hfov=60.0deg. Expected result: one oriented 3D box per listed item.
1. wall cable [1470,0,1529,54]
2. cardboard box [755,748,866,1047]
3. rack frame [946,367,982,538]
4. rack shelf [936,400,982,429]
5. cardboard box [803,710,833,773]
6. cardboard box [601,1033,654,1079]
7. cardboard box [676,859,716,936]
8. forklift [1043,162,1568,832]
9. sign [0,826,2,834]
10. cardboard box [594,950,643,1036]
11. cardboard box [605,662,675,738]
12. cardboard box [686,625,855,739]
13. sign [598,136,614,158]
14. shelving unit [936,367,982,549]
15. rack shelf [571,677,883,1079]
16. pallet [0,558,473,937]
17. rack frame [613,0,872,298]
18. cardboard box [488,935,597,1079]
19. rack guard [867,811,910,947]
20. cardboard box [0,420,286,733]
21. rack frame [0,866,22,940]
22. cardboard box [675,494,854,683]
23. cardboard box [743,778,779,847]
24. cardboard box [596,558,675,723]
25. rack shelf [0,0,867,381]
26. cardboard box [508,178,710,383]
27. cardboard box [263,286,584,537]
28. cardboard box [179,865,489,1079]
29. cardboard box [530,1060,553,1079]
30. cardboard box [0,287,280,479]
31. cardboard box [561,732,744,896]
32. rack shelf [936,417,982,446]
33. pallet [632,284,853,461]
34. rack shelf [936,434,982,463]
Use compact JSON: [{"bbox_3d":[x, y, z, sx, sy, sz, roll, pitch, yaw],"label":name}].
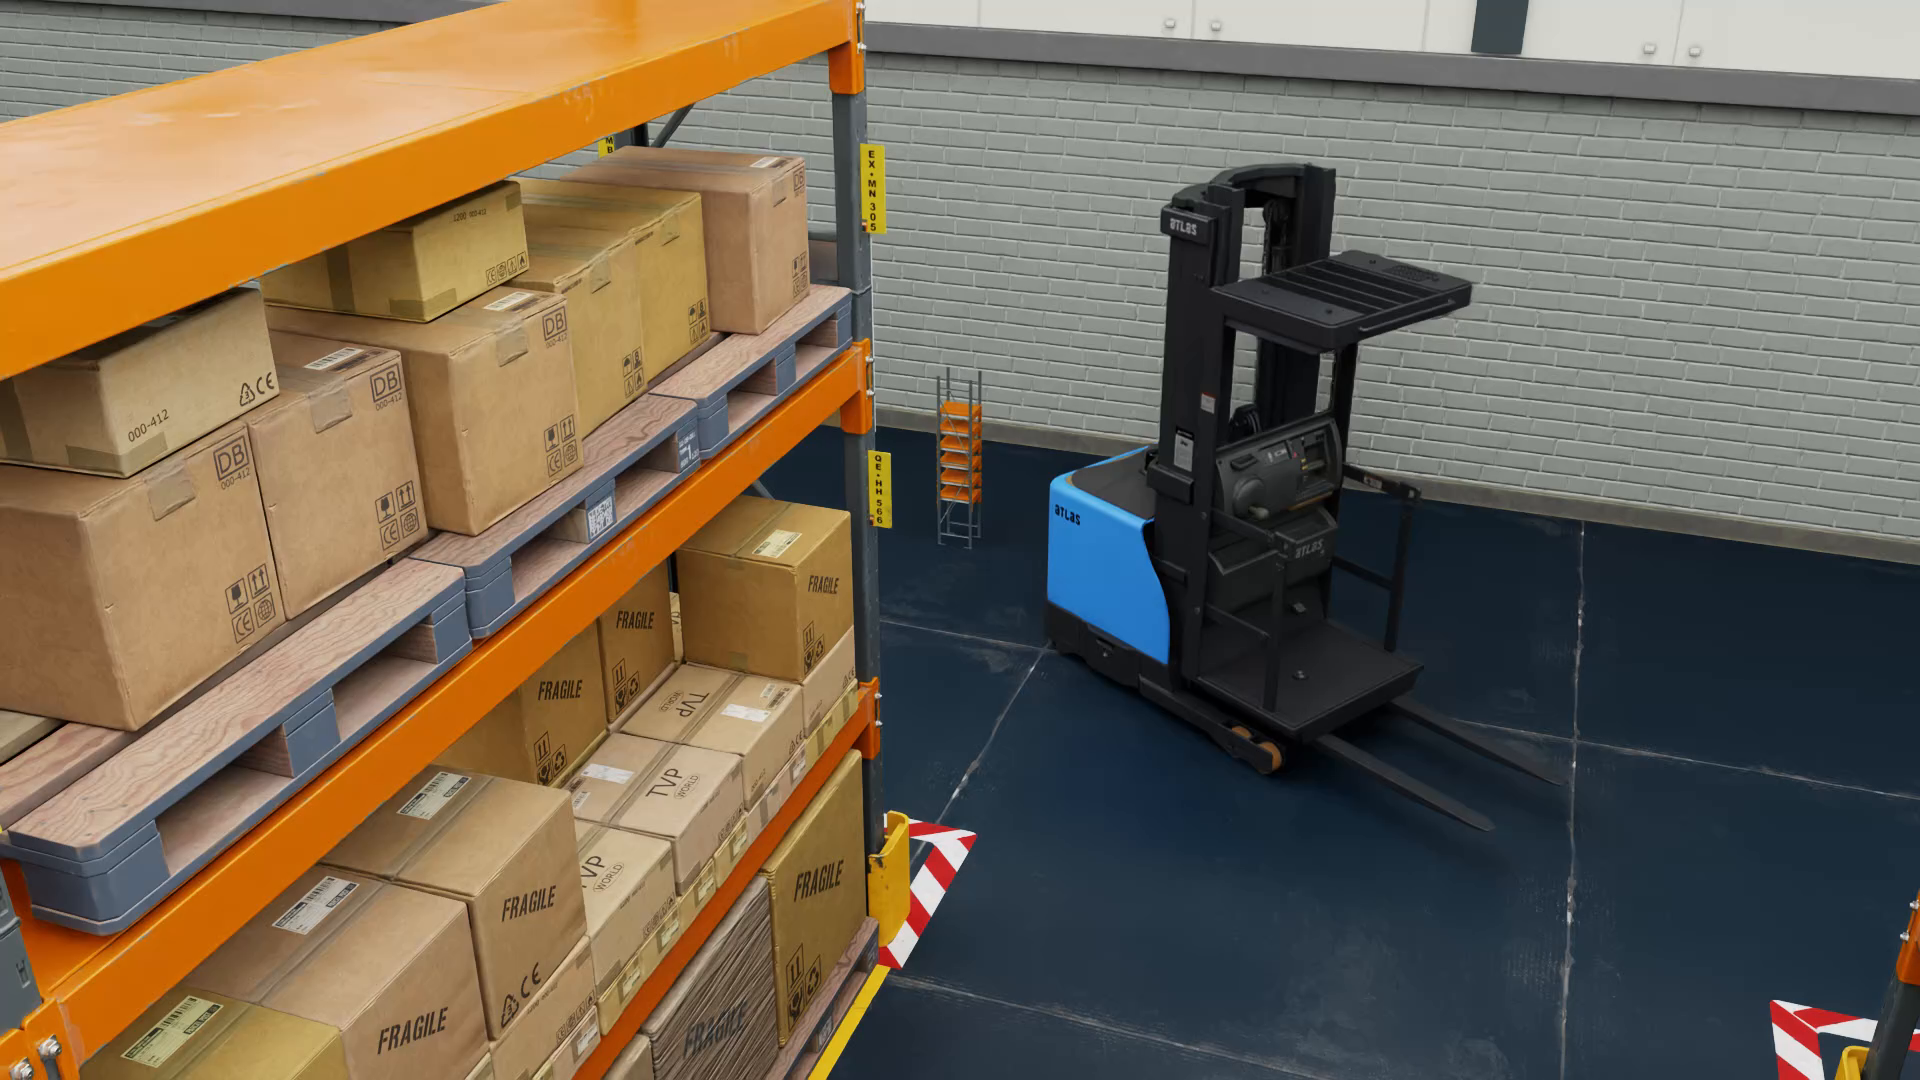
[{"bbox_3d":[4.303,-5.629,8.859,2.277,5.999,0.120,9,27,17],"label":"wall cable"},{"bbox_3d":[-0.966,1.385,6.904,0.875,0.875,0.875,9,27,17],"label":"cardboard box"},{"bbox_3d":[0.026,-0.572,11.054,0.240,1.200,0.006,9,27,17],"label":"rack frame"},{"bbox_3d":[-0.005,-0.818,10.839,0.258,0.103,0.180,9,27,17],"label":"rack shelf"},{"bbox_3d":[-0.721,0.757,6.533,0.380,0.149,0.250,9,27,18],"label":"cardboard box"},{"bbox_3d":[-1.565,2.124,5.377,0.875,0.875,0.875,9,27,17],"label":"cardboard box"},{"bbox_3d":[-1.061,1.176,5.666,0.380,0.149,0.250,9,27,18],"label":"cardboard box"},{"bbox_3d":[1.815,-0.340,8.588,1.130,2.935,3.031,-19,32,-34],"label":"forklift"},{"bbox_3d":[-1.645,0.337,2.716,0.100,0.325,0.005,9,27,17],"label":"sign"},{"bbox_3d":[-1.230,1.385,5.235,0.380,0.149,0.250,8,27,16],"label":"cardboard box"},{"bbox_3d":[-1.410,0.649,6.298,0.500,0.250,0.500,8,27,17],"label":"cardboard box"},{"bbox_3d":[-0.739,0.514,6.577,0.500,0.250,0.500,8,27,17],"label":"cardboard box"},{"bbox_3d":[-1.350,-1.519,6.410,0.100,0.325,0.005,9,27,17],"label":"sign"},{"bbox_3d":[-0.005,-0.534,10.976,0.258,1.200,0.189,9,27,17],"label":"shelving unit"},{"bbox_3d":[-1.494,1.488,5.559,1.077,0.370,4.000,9,27,17],"label":"rack shelf"},{"bbox_3d":[-1.877,0.342,3.762,1.003,0.211,1.213,9,27,17],"label":"pallet"},{"bbox_3d":[-0.828,-2.357,5.793,1.000,3.000,0.127,9,27,17],"label":"rack frame"},{"bbox_3d":[-1.419,1.348,4.855,0.500,0.250,0.500,9,27,19],"label":"cardboard box"},{"bbox_3d":[-0.820,1.458,7.665,1.175,0.500,0.348,9,27,17],"label":"rack guard"},{"bbox_3d":[-1.956,0.027,3.598,0.700,0.500,0.500,7,27,14],"label":"cardboard box"},{"bbox_3d":[-2.160,-0.714,2.398,1.000,3.000,0.127,9,27,17],"label":"rack frame"},{"bbox_3d":[-0.743,0.177,6.412,0.500,0.500,0.500,9,27,18],"label":"cardboard box"},{"bbox_3d":[-0.890,0.963,6.107,0.380,0.149,0.250,9,27,18],"label":"cardboard box"},{"bbox_3d":[-1.409,0.302,6.154,0.500,0.500,0.500,8,27,16],"label":"cardboard box"},{"bbox_3d":[-1.494,-1.032,4.339,1.077,0.370,4.000,9,27,17],"label":"rack shelf"},{"bbox_3d":[-1.252,-0.851,5.412,0.700,0.500,0.500,8,27,16],"label":"cardboard box"},{"bbox_3d":[-1.465,-0.387,4.455,0.700,0.500,0.500,10,28,20],"label":"cardboard box"},{"bbox_3d":[-1.588,1.222,4.255,0.500,0.500,0.500,9,27,17],"label":"cardboard box"},{"bbox_3d":[-1.402,1.596,4.799,0.380,0.149,0.250,8,27,17],"label":"cardboard box"},{"bbox_3d":[-1.840,-0.366,3.549,0.500,0.250,0.500,7,27,14],"label":"cardboard box"},{"bbox_3d":[-1.078,0.932,5.715,0.500,0.250,0.500,8,27,16],"label":"cardboard box"},{"bbox_3d":[-0.005,-0.710,10.891,0.258,0.103,0.180,9,27,17],"label":"rack shelf"},{"bbox_3d":[-1.065,-0.661,5.833,1.003,0.211,1.213,9,27,17],"label":"pallet"},{"bbox_3d":[-0.005,-0.602,10.943,0.258,0.103,0.180,9,27,17],"label":"rack shelf"}]
